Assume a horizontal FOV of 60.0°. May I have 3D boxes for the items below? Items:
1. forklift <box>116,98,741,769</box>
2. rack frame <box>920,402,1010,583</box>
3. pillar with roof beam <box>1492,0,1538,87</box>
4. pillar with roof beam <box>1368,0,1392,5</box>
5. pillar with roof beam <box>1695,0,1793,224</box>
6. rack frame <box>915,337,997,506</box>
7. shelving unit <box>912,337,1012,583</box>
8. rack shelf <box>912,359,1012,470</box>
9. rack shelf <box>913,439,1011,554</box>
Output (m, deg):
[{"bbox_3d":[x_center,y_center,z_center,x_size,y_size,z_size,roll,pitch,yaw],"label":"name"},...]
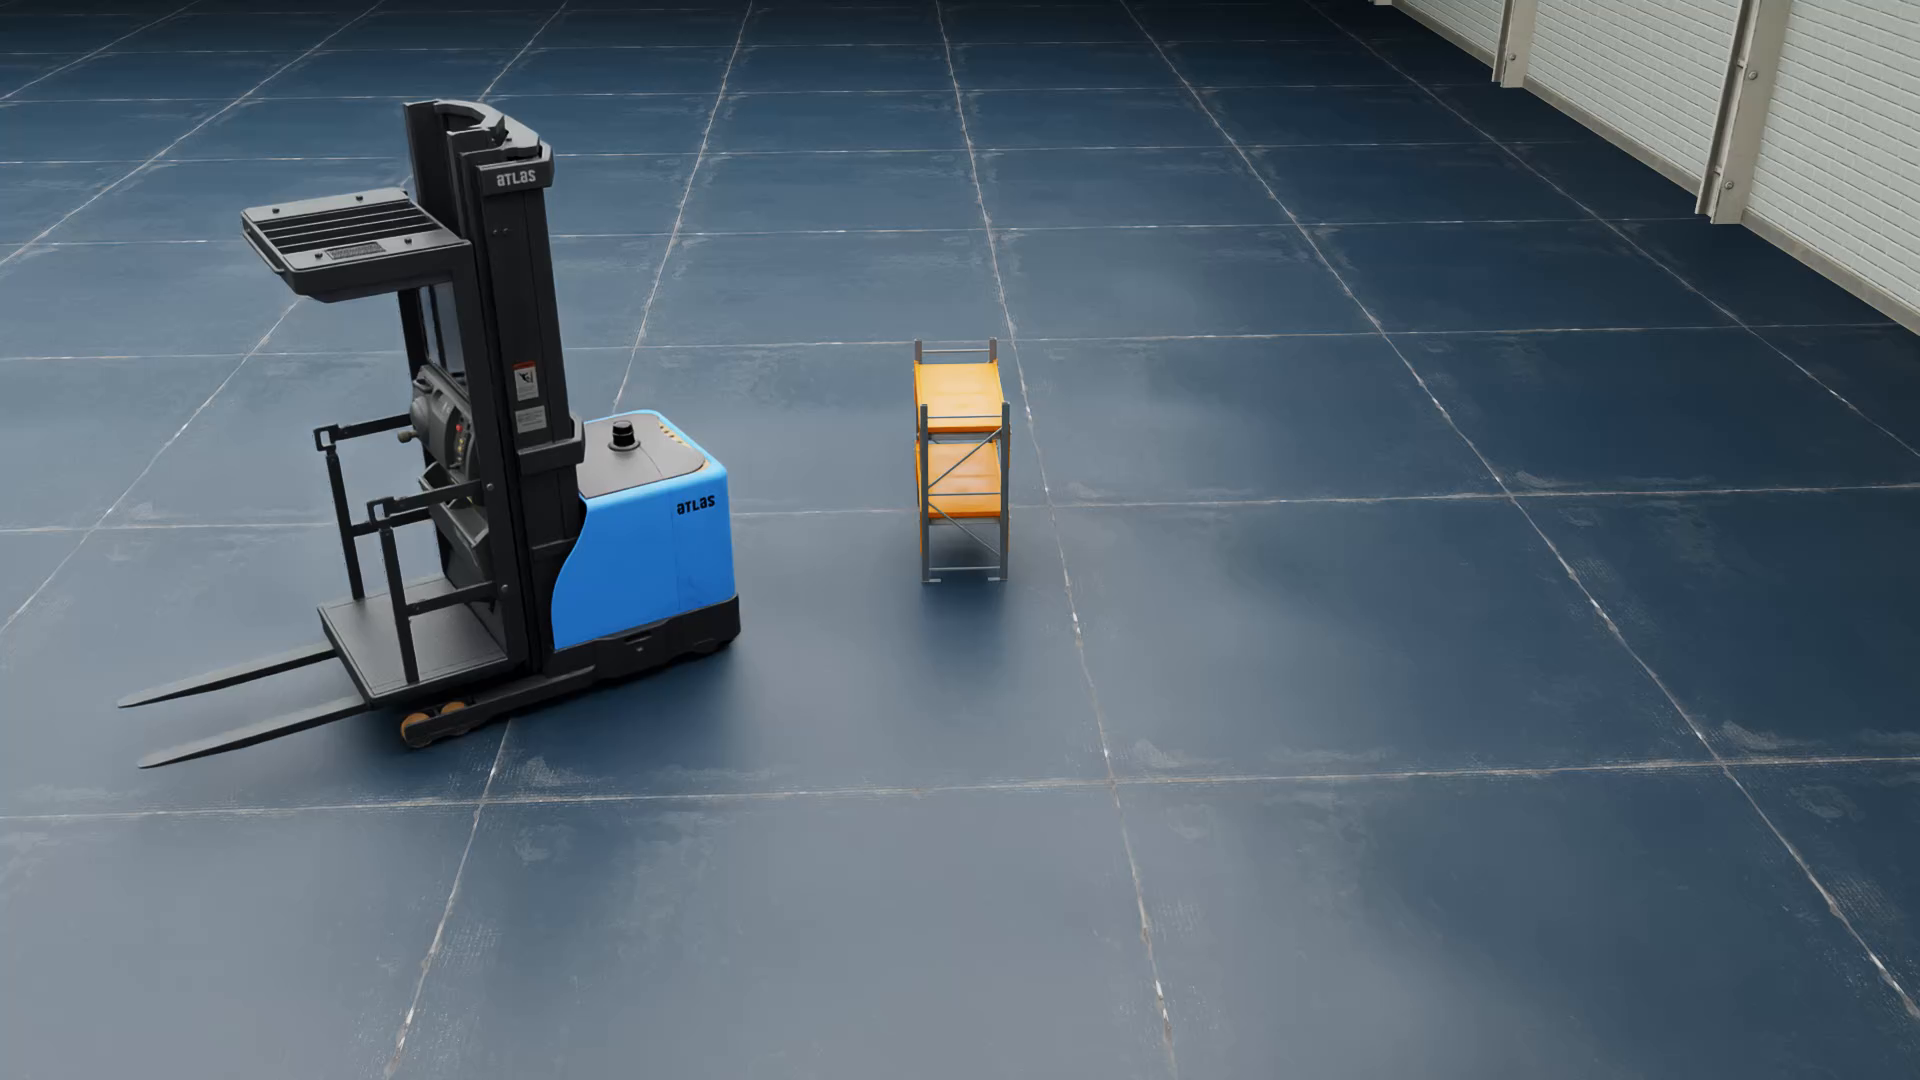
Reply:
[{"bbox_3d":[-2.723,-0.547,8.130,3.031,2.935,1.130,-16,32,-29],"label":"forklift"},{"bbox_3d":[0.027,-0.261,9.534,0.500,1.125,0.032,-1,28,-3],"label":"rack frame"},{"bbox_3d":[2.829,-9.816,19.340,9.100,9.000,0.400,-1,28,-3],"label":"pillar with roof beam"},{"bbox_3d":[2.516,-12.587,24.652,9.100,9.000,0.400,-1,28,-3],"label":"pillar with roof beam"},{"bbox_3d":[3.142,-7.045,14.027,9.100,9.000,0.400,-1,28,-3],"label":"pillar with roof beam"},{"bbox_3d":[-0.026,-0.730,10.434,0.500,1.125,0.032,-1,28,-3],"label":"rack frame"},{"bbox_3d":[0.000,-0.496,9.984,0.538,1.125,1.048,-1,28,-3],"label":"shelving unit"},{"bbox_3d":[0.000,-0.755,9.849,0.538,0.278,1.000,-1,28,-3],"label":"rack shelf"},{"bbox_3d":[0.000,-0.279,10.097,0.538,0.278,1.000,-1,28,-3],"label":"rack shelf"}]
